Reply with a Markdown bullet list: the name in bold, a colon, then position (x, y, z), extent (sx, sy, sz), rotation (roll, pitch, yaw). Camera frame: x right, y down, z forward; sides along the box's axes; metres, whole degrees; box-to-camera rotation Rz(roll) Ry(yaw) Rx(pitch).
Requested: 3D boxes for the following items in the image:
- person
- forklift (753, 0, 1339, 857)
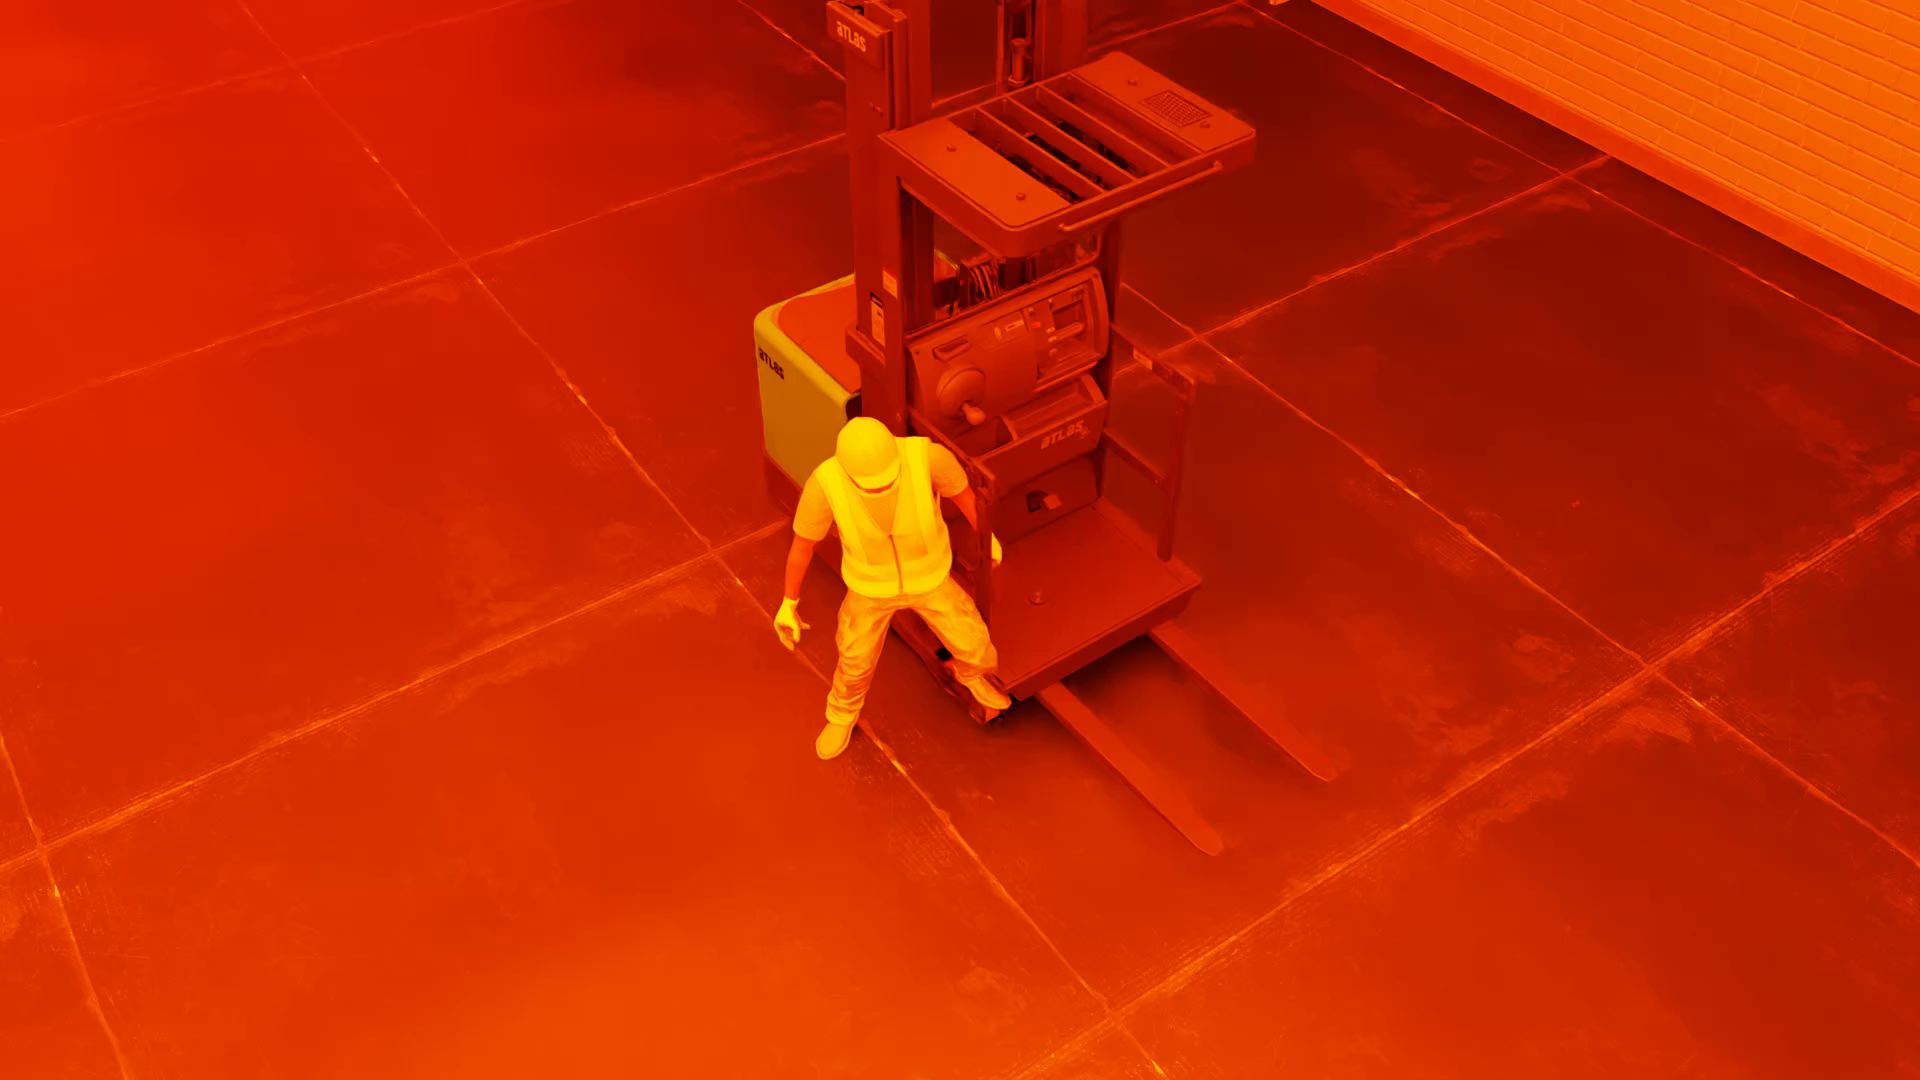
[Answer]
- **person**: position (-0.259, 0.180, 6.407), extent (0.937, 1.733, 0.450), rotation (-6, 43, -7)
- **forklift**: position (0.334, -0.684, 6.457), extent (1.130, 2.935, 3.031), rotation (-26, 49, -26)
